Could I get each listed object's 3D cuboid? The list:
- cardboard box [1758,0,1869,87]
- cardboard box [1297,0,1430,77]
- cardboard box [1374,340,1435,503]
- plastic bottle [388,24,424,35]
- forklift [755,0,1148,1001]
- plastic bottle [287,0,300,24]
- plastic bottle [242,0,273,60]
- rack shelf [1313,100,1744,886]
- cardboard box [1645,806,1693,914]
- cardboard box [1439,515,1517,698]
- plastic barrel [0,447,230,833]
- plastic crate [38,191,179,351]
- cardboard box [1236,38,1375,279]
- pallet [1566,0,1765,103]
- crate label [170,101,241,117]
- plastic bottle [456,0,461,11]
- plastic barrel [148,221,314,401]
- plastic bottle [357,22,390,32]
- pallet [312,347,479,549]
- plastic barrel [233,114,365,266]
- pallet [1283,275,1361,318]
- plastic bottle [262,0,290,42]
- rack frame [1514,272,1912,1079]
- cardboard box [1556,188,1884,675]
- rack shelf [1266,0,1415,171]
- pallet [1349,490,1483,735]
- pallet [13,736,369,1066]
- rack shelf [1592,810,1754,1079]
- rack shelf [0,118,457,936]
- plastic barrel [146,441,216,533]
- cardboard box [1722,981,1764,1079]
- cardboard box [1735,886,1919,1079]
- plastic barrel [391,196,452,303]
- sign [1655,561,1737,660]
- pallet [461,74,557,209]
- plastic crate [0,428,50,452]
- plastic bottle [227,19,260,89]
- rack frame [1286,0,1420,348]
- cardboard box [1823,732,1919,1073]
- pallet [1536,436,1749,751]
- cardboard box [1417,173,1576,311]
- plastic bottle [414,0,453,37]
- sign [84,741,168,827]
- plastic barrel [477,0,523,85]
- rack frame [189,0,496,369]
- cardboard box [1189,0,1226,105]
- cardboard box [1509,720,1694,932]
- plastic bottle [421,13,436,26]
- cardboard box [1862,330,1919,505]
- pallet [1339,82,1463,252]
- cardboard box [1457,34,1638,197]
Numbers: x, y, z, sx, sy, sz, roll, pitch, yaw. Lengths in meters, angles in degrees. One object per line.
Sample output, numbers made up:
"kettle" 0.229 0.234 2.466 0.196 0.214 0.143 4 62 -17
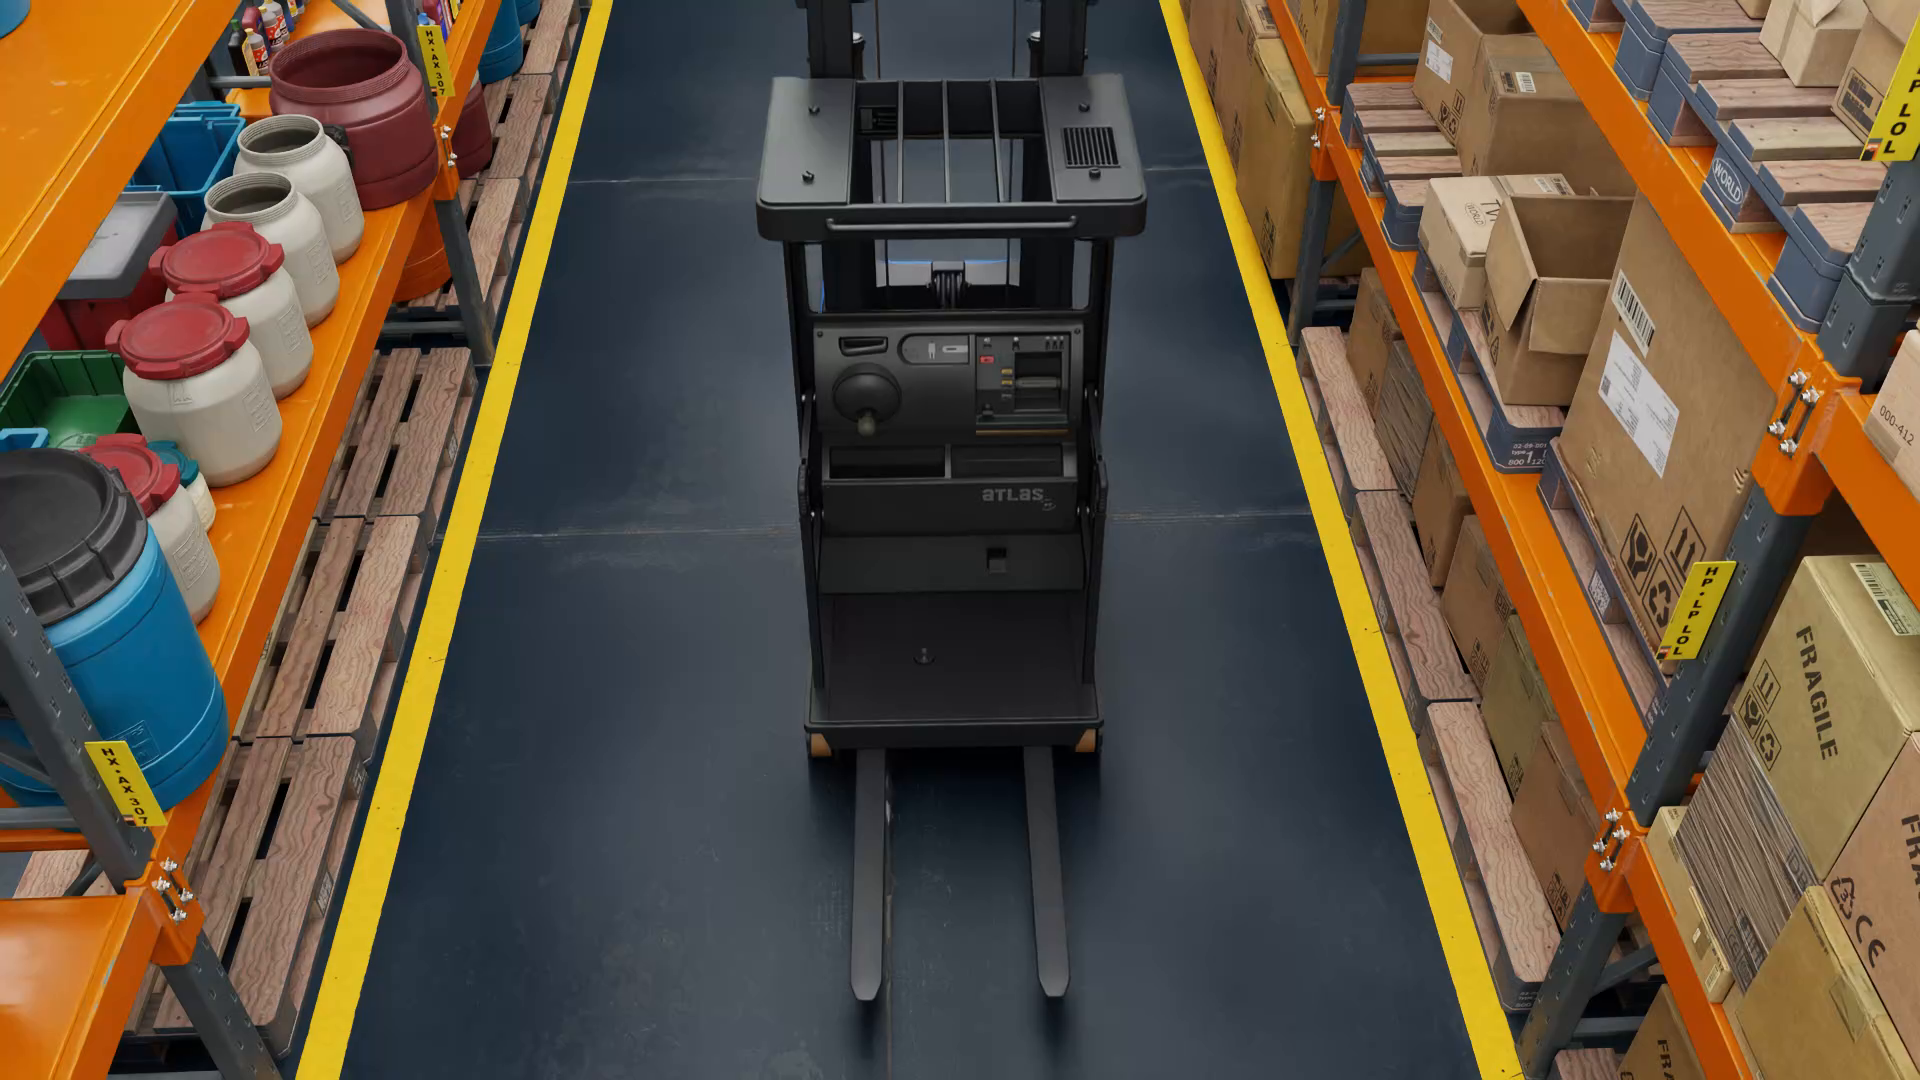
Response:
"cardboard box" 2.176 -1.262 3.976 0.396 0.266 0.258 0 43 0
"cardboard box" 1.877 -2.483 7.665 0.500 0.500 0.500 0 43 0
"cardboard box" 2.231 -0.535 7.138 0.700 0.500 0.500 -5 43 -5
"plastic bottle" -2.498 -2.233 7.558 0.152 0.276 0.135 -2 43 -2
"forklift" -0.031 -0.473 5.597 1.130 2.935 3.031 -1 43 -1
"plastic bottle" -3.255 -2.597 8.010 0.097 0.201 0.097 0 43 0
"plastic bottle" -3.256 -2.351 7.682 0.061 0.283 0.133 -2 43 -2
"rack shelf" 2.231 -0.504 6.113 1.077 0.370 4.000 -2 43 -2
"cardboard box" 2.024 0.827 4.314 0.380 0.149 0.250 -2 43 -2
"cardboard box" 2.285 0.224 6.310 0.700 0.500 0.500 -5 43 -5
"plastic barrel" -2.347 0.268 4.366 0.600 0.901 0.708 -2 43 -2
"plastic crate" -3.040 -0.902 5.966 0.402 0.464 0.583 -2 43 -2
"cardboard box" 2.137 -1.958 8.428 1.225 0.875 0.875 -3 43 -4
"pallet" 2.349 -1.576 4.668 1.213 0.211 1.003 -2 43 -2
"crate label" -3.159 -1.621 6.922 0.303 0.233 0.416 -2 43 -2
"plastic bottle" -2.501 -2.687 8.109 0.097 0.201 0.097 0 43 0
"plastic barrel" -2.504 -0.767 5.766 0.433 0.535 0.433 0 43 0
"plastic bottle" -2.650 -2.229 7.554 0.152 0.276 0.135 -2 43 -2
"pallet" -2.809 -0.426 7.558 1.003 0.211 1.213 -2 43 -2
"plastic barrel" -2.546 -1.331 6.399 0.421 0.512 0.421 0 43 0
"pallet" 2.188 -1.626 8.868 1.003 0.211 1.213 -2 43 -2
"plastic bottle" -3.247 -2.465 7.867 0.097 0.201 0.097 0 43 0
"rack frame" 2.316 0.580 4.397 1.000 3.000 0.127 -2 43 -2
"cardboard box" 2.422 -0.336 4.642 1.000 1.000 1.000 -1 43 -2
"rack shelf" 2.061 -3.205 9.059 1.077 0.370 4.000 -2 43 -2
"pallet" 2.226 0.257 6.813 1.003 0.211 1.213 -2 43 -2
"pallet" -2.705 1.222 5.761 1.003 0.211 1.213 -2 43 -2
"rack shelf" 2.401 2.196 3.167 1.077 0.370 4.000 -2 43 -2
"rack shelf" -2.718 -0.362 5.958 1.077 0.370 4.000 -2 43 -2
"plastic barrel" -2.536 -0.124 5.268 0.301 0.262 0.301 0 43 0
"cardboard box" 2.060 1.164 3.946 0.380 0.149 0.250 -2 43 -2
"cardboard box" 2.259 1.078 3.560 0.875 0.500 0.500 -2 43 -2
"plastic barrel" -2.841 -1.662 8.139 0.600 0.830 0.708 -2 43 -2
"sign" 1.761 0.172 3.986 0.100 0.325 0.005 -2 43 -2
"pallet" -2.927 -2.302 9.606 1.003 0.211 1.213 -2 43 -2
"plastic crate" -2.990 -0.007 5.050 0.392 0.384 0.575 -2 43 -2
"plastic bottle" -3.246 -2.196 7.512 0.061 0.283 0.133 -2 43 -2
"rack frame" 2.146 -2.120 7.343 1.000 3.000 0.127 -2 43 -2
"cardboard box" 2.104 0.714 3.217 0.500 0.500 0.500 -2 43 -2
"pallet" 2.429 0.131 5.029 1.003 0.211 1.213 -2 43 -2
"cardboard box" 1.987 -1.081 6.010 0.500 0.250 0.500 -3 43 -3
"plastic bottle" -2.518 -2.546 7.899 0.152 0.276 0.135 -2 43 -2
"sign" -2.083 0.612 4.157 0.100 0.325 0.005 -2 43 -2
"plastic barrel" -2.936 -3.214 9.778 0.600 0.901 0.708 -2 43 -2
"rack frame" -2.803 -1.978 7.188 1.000 3.000 0.127 -2 43 -2
"cardboard box" 2.062 -3.157 9.736 1.225 0.875 0.875 -3 43 -3
"cardboard box" 2.311 0.925 5.546 0.700 0.500 0.500 -5 43 -5
"plastic bottle" -2.480 -2.351 7.742 0.097 0.201 0.097 0 43 0
"cardboard box" 2.079 -0.159 3.094 0.500 0.250 0.500 -3 43 -3
"pallet" 2.282 -1.571 6.886 1.213 0.211 1.003 -2 43 -2
"cardboard box" 2.332 -1.574 6.363 0.700 0.500 0.500 4 43 5
